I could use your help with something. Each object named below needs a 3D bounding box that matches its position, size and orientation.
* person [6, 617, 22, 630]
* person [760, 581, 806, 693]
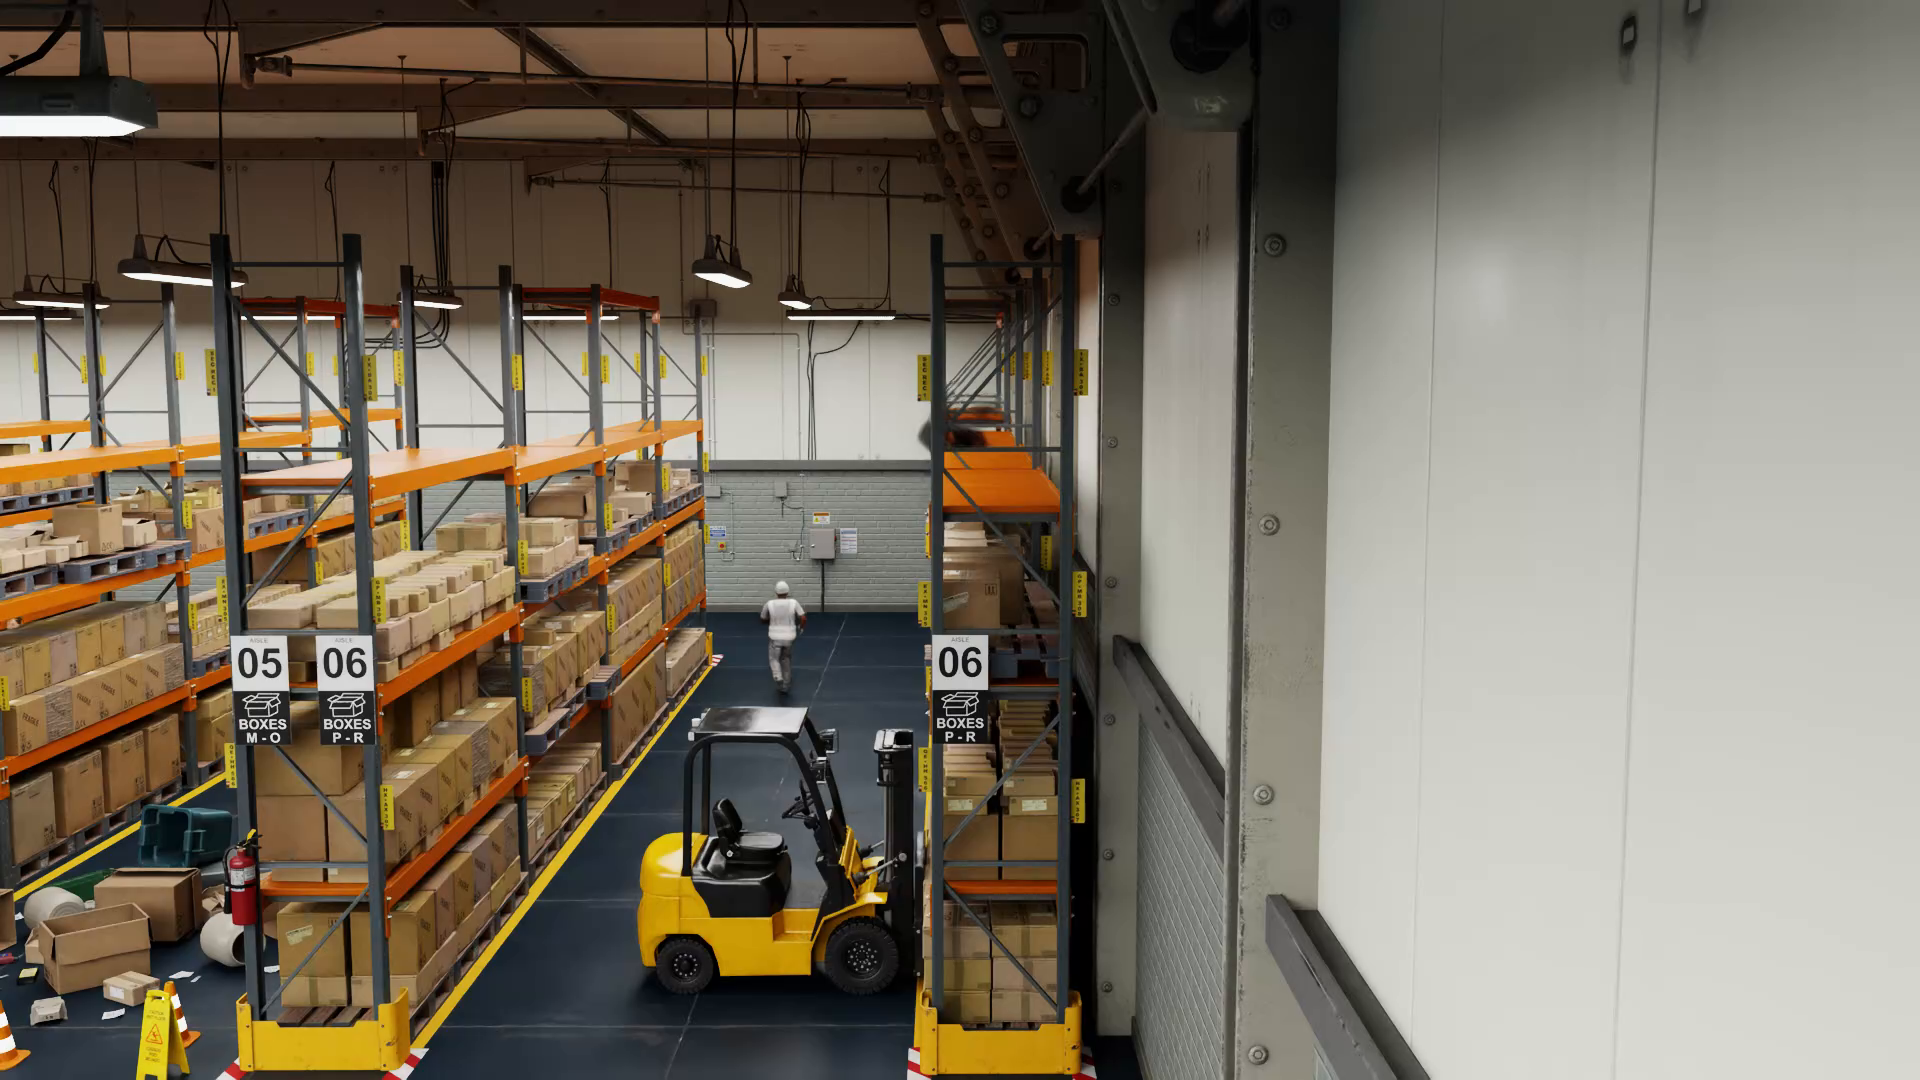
[{"bbox_3d":[-12.756,1.852,22.530,0.531,1.703,0.867,-1,6,-7],"label":"person"},{"bbox_3d":[-2.705,1.495,25.360,0.698,1.757,0.886,-1,6,-11],"label":"person"}]
